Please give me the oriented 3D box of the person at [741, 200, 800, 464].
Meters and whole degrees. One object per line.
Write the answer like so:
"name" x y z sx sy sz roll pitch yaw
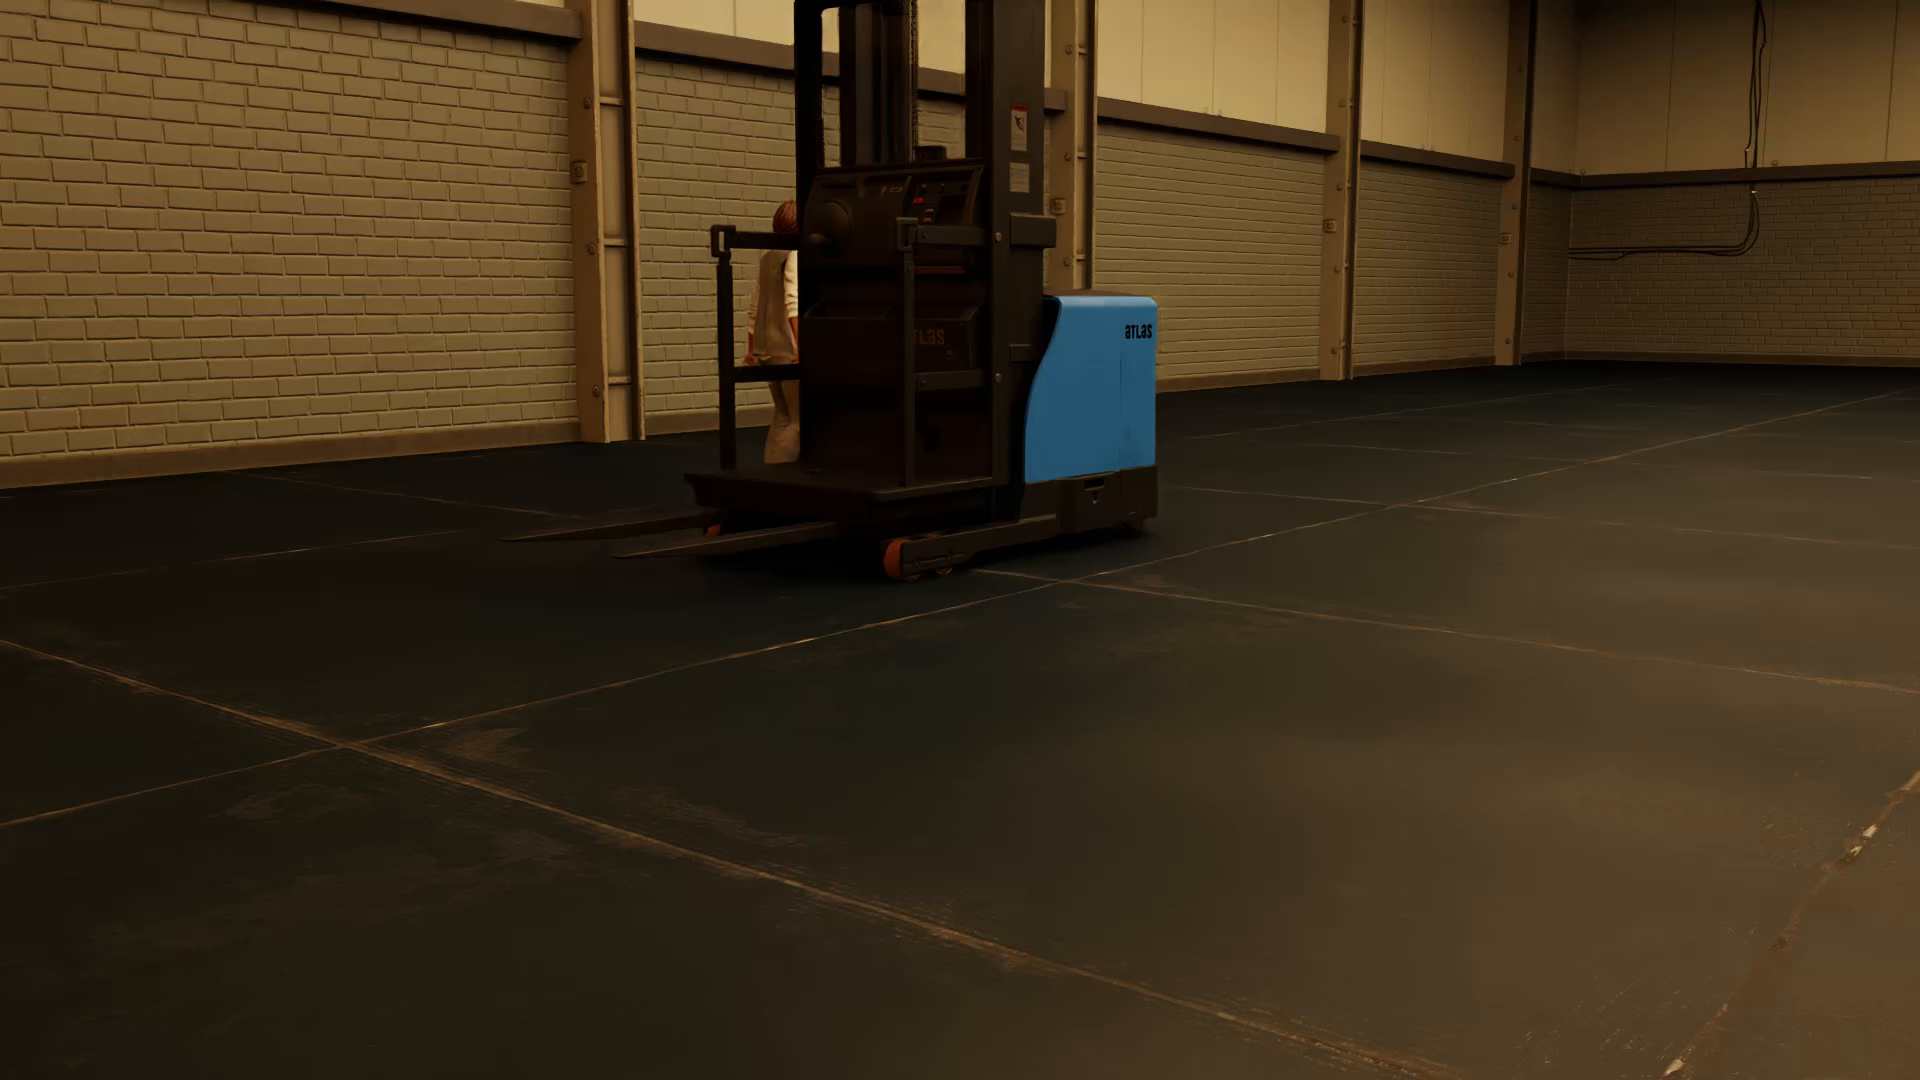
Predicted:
"person" -0.905 -0.929 8.452 0.398 1.565 0.729 -5 10 -29

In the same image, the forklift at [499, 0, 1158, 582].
"forklift" -0.416 -1.372 6.661 1.130 2.935 3.031 7 11 39
